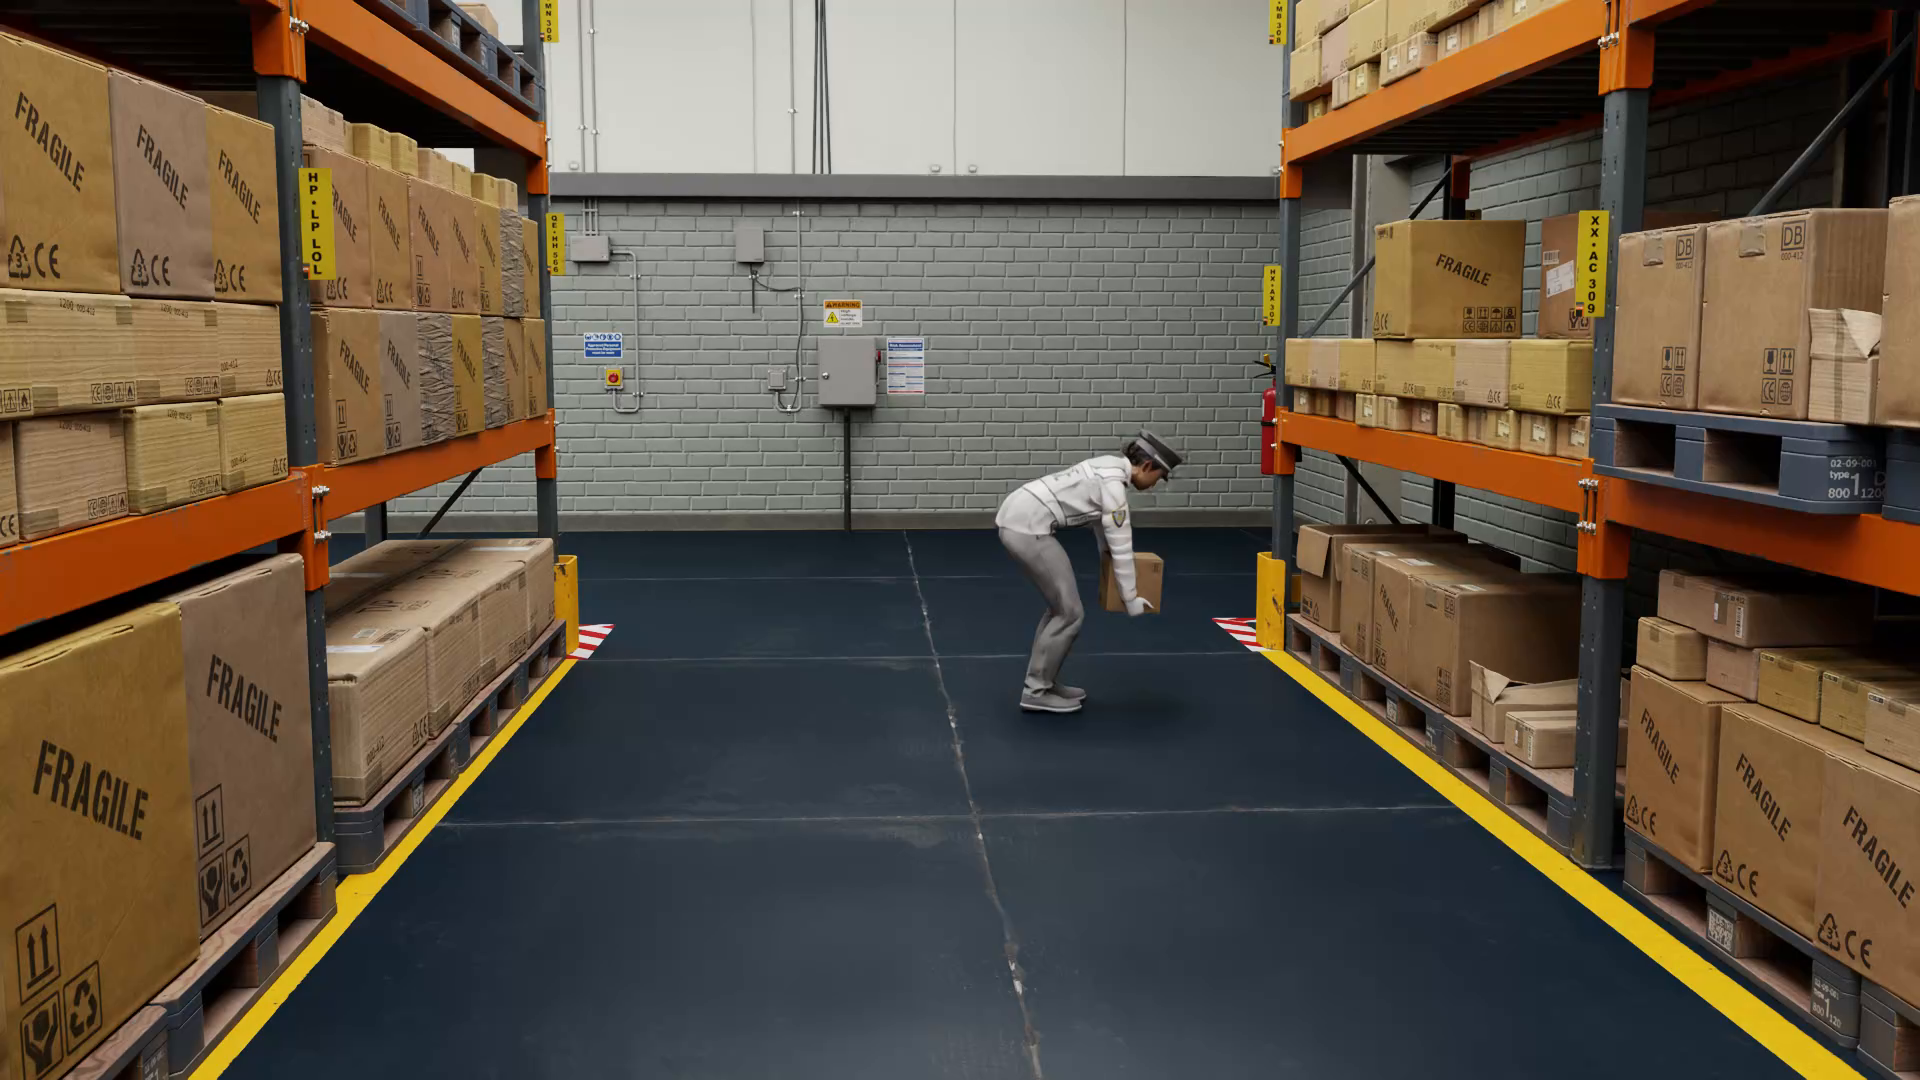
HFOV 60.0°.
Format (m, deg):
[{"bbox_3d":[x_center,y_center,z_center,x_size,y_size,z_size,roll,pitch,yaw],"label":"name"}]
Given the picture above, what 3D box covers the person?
[{"bbox_3d":[0.603,0.132,7.712,0.878,1.296,0.421,-1,7,-6],"label":"person"}]
